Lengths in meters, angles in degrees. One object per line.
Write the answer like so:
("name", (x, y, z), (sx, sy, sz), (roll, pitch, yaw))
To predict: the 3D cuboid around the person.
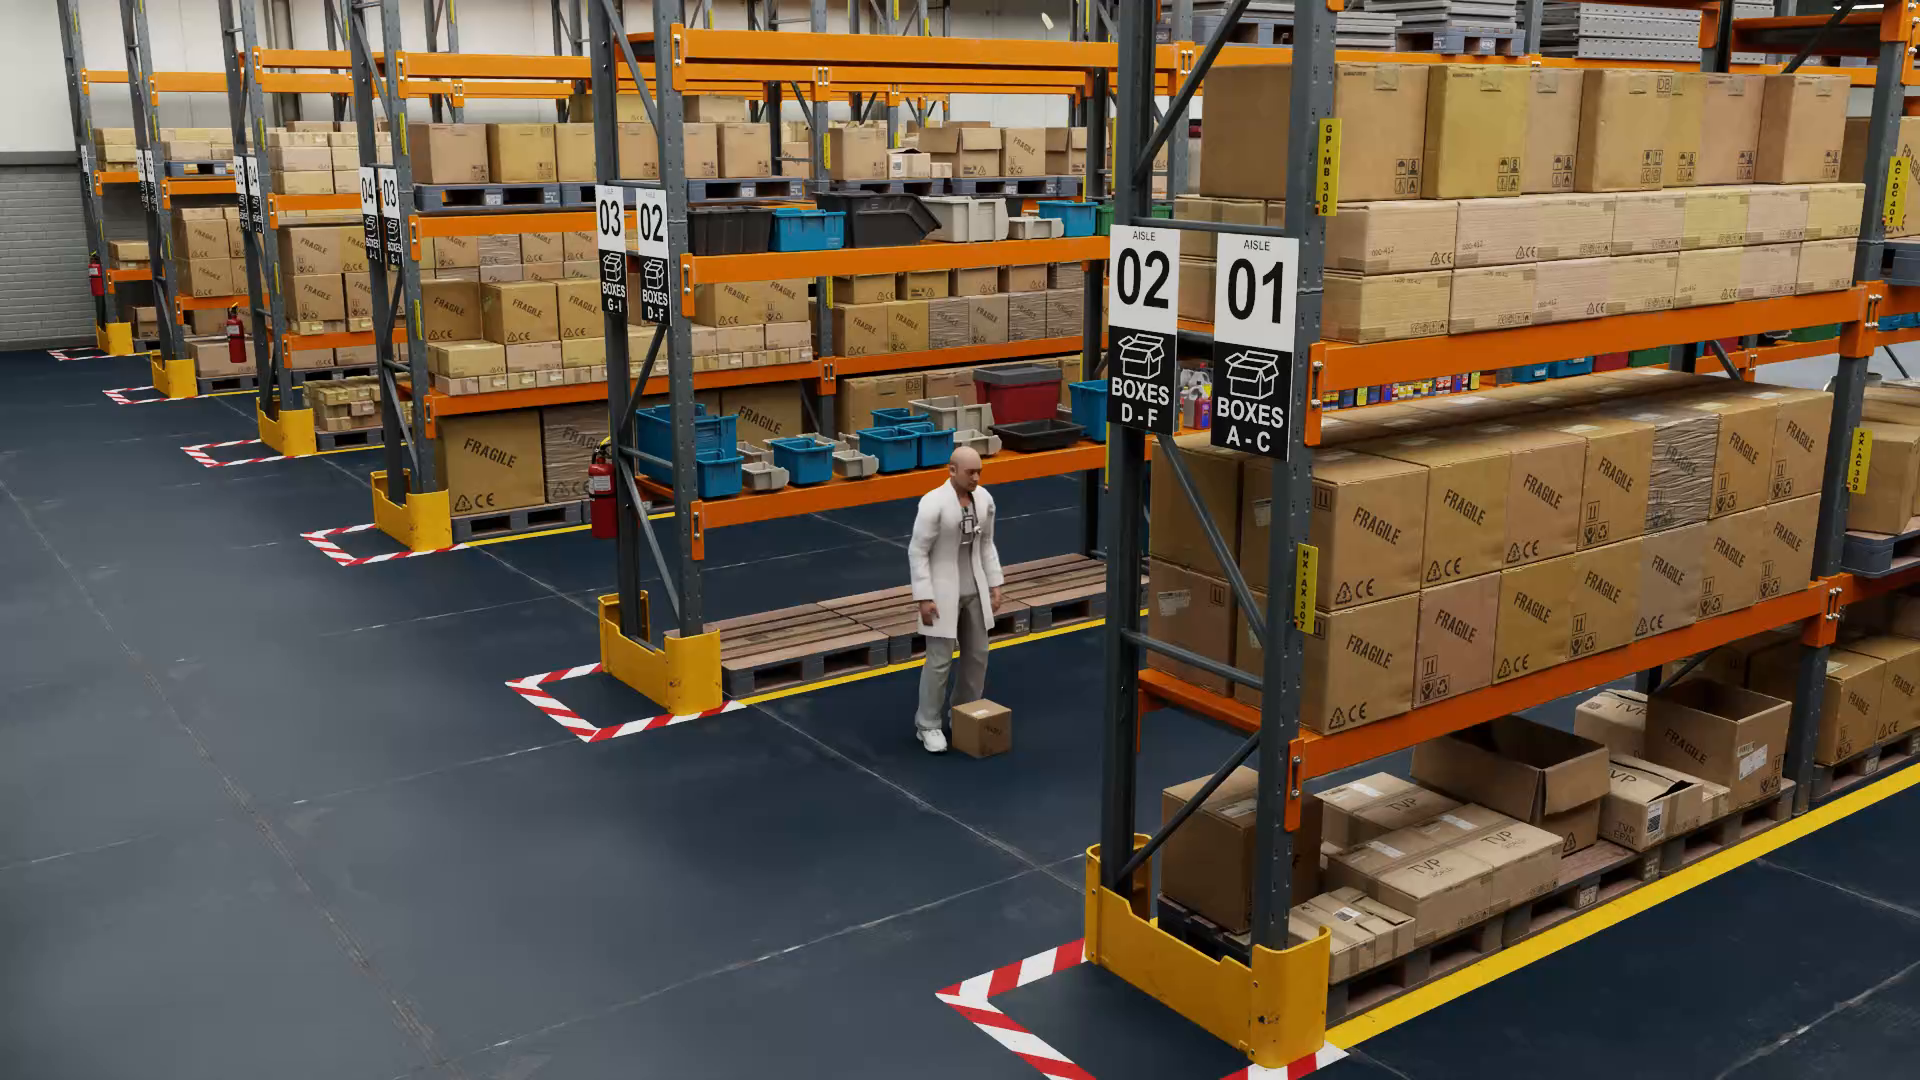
("person", (-0.014, 0.319, 9.779), (0.656, 1.775, 0.417), (-11, 18, -37))
